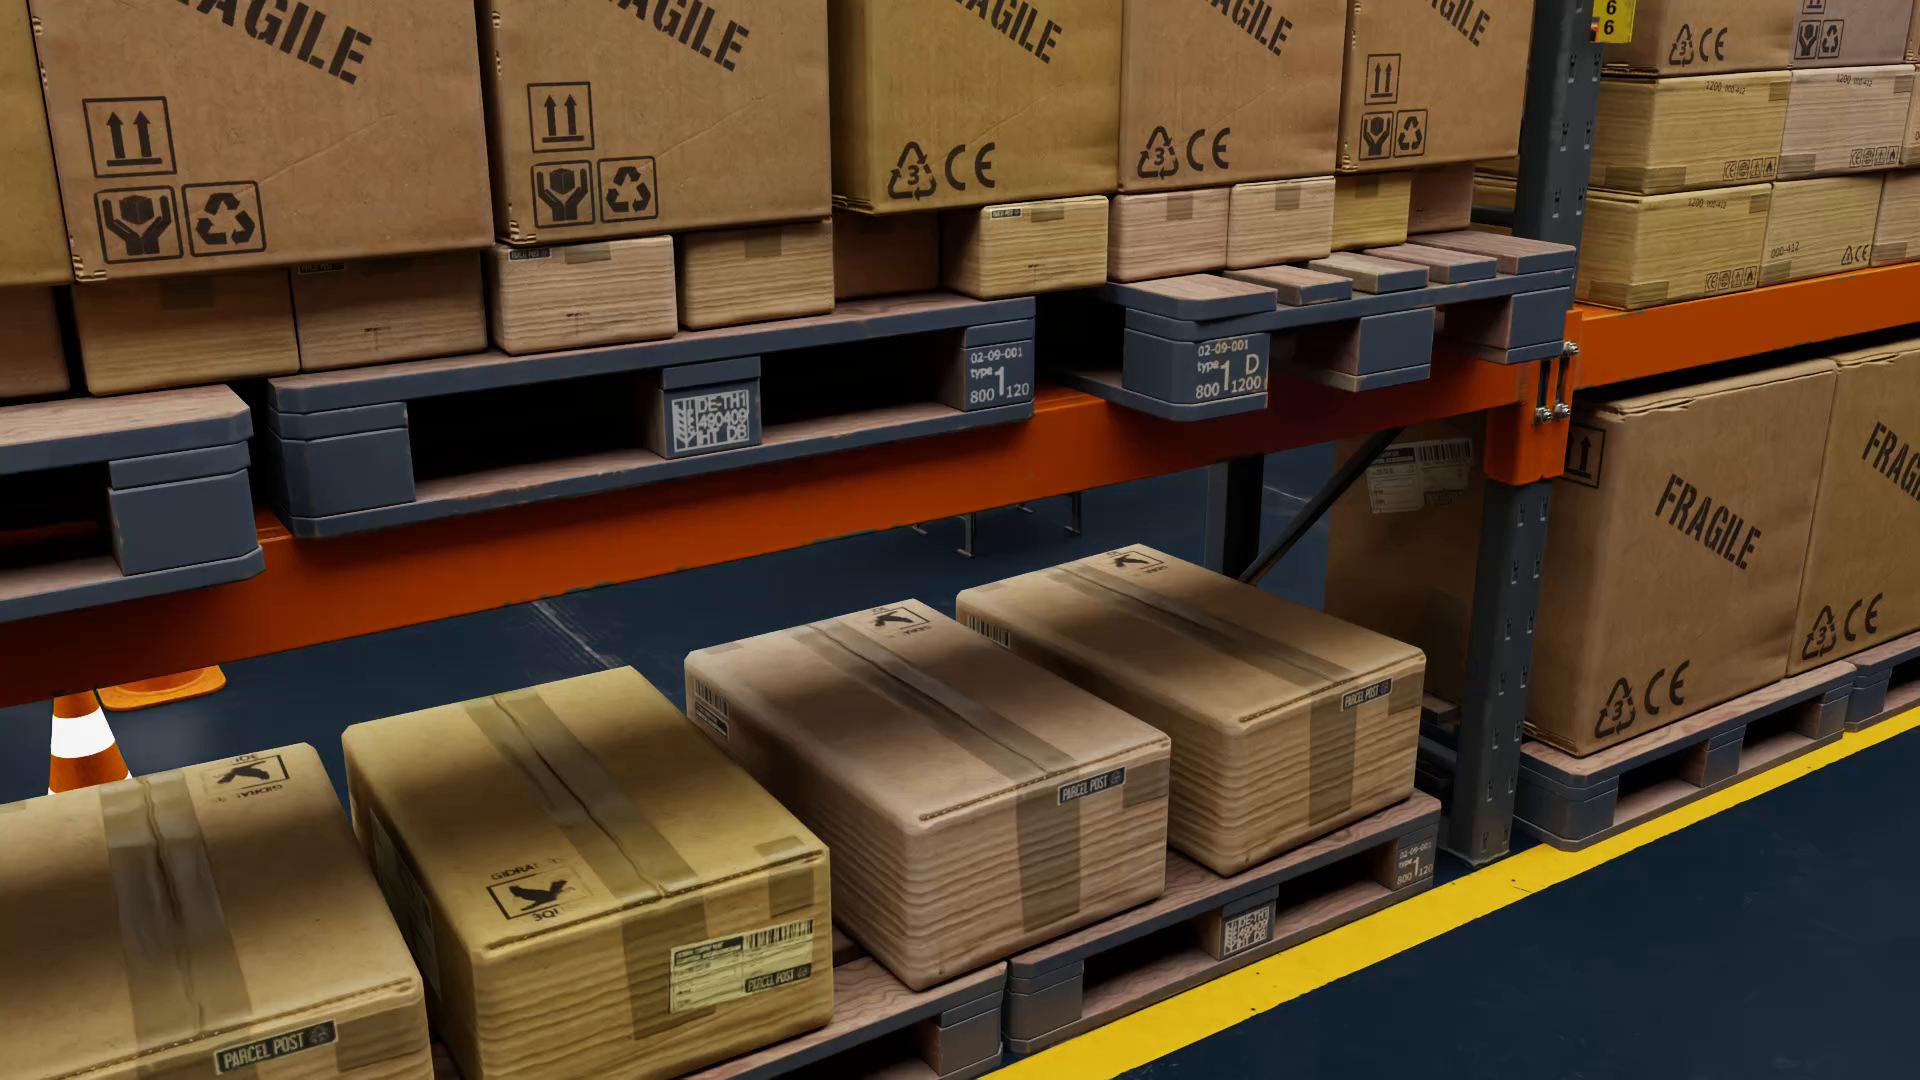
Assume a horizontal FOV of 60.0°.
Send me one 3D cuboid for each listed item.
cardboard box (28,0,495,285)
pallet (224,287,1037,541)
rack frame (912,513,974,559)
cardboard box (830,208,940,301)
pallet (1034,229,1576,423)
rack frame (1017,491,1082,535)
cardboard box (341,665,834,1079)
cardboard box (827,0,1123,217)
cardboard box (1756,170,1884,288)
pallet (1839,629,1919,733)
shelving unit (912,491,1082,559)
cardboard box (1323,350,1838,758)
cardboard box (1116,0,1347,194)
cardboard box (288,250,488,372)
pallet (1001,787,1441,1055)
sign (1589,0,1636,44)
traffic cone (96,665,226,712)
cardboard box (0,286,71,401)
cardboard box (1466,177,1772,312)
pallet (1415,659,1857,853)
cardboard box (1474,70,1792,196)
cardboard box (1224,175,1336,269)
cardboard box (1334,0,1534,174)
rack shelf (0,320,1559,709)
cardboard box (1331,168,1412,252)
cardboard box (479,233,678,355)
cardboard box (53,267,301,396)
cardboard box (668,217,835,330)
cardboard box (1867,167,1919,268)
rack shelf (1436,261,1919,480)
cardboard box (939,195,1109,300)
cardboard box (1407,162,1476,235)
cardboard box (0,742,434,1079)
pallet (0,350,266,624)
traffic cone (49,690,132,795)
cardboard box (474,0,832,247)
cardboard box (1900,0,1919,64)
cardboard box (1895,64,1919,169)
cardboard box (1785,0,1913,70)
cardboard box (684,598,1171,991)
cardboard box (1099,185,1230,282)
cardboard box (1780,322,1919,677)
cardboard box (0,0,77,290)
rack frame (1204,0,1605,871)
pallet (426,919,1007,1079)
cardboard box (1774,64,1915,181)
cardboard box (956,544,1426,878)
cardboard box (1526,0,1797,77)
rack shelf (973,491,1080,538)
[{"bbox_3d":[-0.960,-0.644,2.189,0.500,0.500,0.500,-12,22,-32],"label":"cardboard box"},{"bbox_3d":[-0.638,-0.333,2.846,1.213,0.211,1.003,-12,22,-31],"label":"pallet"},{"bbox_3d":[-0.066,-0.981,5.868,0.015,2.100,0.400,-12,22,-31],"label":"rack frame"},{"bbox_3d":[-0.237,-0.515,2.821,0.250,0.149,0.380,-12,22,-31],"label":"cardboard box"},{"bbox_3d":[0.457,-0.539,3.454,1.003,0.211,1.213,-12,22,-31],"label":"pallet"},{"bbox_3d":[0.342,-1.067,6.122,0.015,2.100,0.400,-12,22,-31],"label":"rack frame"},{"bbox_3d":[-0.733,0.623,3.165,0.625,0.372,0.950,-11,22,-30],"label":"cardboard box"},{"bbox_3d":[-0.080,-0.833,2.749,0.500,0.500,0.500,-14,23,-35],"label":"cardboard box"},{"bbox_3d":[1.959,-0.827,4.240,0.500,0.250,0.500,-13,22,-33],"label":"cardboard box"},{"bbox_3d":[2.711,0.205,5.308,1.213,0.211,1.003,-12,22,-31],"label":"pallet"},{"bbox_3d":[0.138,-1.024,5.995,0.503,2.100,0.431,-12,22,-31],"label":"shelving unit"},{"bbox_3d":[1.616,-0.075,4.446,0.875,0.875,0.875,-12,22,-32],"label":"cardboard box"},{"bbox_3d":[0.341,-0.922,3.013,0.500,0.500,0.500,-12,22,-32],"label":"cardboard box"},{"bbox_3d":[-0.859,-0.361,2.365,0.250,0.149,0.380,-12,22,-31],"label":"cardboard box"},{"bbox_3d":[0.340,0.675,3.919,1.213,0.211,1.003,-12,22,-31],"label":"pallet"},{"bbox_3d":[1.300,-1.151,3.282,0.005,0.325,0.100,-12,22,-31],"label":"sign"},{"bbox_3d":[-2.390,0.211,4.897,0.334,0.463,0.336,-12,22,-31],"label":"traffic cone"},{"bbox_3d":[-1.304,-0.284,2.137,0.250,0.149,0.380,-10,21,-28],"label":"cardboard box"},{"bbox_3d":[1.540,-0.731,3.959,0.500,0.250,0.500,-12,22,-32],"label":"cardboard box"},{"bbox_3d":[1.693,0.419,4.677,1.213,0.211,1.003,-12,22,-31],"label":"pallet"},{"bbox_3d":[1.552,-0.973,3.891,0.500,0.250,0.500,-12,22,-32],"label":"cardboard box"},{"bbox_3d":[0.479,-0.620,3.131,0.250,0.149,0.380,-12,22,-32],"label":"cardboard box"},{"bbox_3d":[0.766,-1.016,3.291,0.500,0.500,0.500,-13,22,-33],"label":"cardboard box"},{"bbox_3d":[-0.677,-0.090,2.952,4.000,0.370,1.077,-12,22,-31],"label":"rack shelf"},{"bbox_3d":[0.665,-0.676,3.298,0.250,0.149,0.380,-12,22,-31],"label":"cardboard box"},{"bbox_3d":[-0.608,-0.394,2.463,0.250,0.149,0.380,-11,22,-29],"label":"cardboard box"},{"bbox_3d":[-1.066,-0.318,2.238,0.250,0.149,0.380,-12,22,-31],"label":"cardboard box"},{"bbox_3d":[-0.402,-0.449,2.625,0.250,0.149,0.380,-13,22,-33],"label":"cardboard box"},{"bbox_3d":[2.401,-0.917,4.509,0.500,0.250,0.500,-11,22,-30],"label":"cardboard box"},{"bbox_3d":[2.664,-0.795,5.036,4.000,0.370,1.077,-12,22,-31],"label":"rack shelf"},{"bbox_3d":[0.042,-0.525,2.852,0.250,0.149,0.380,-11,22,-30],"label":"cardboard box"},{"bbox_3d":[0.849,-0.743,3.495,0.250,0.149,0.380,-11,22,-29],"label":"cardboard box"},{"bbox_3d":[-1.312,0.746,2.801,0.625,0.372,0.950,-10,21,-28],"label":"cardboard box"},{"bbox_3d":[-1.629,-0.084,2.109,1.213,0.211,1.003,-12,22,-31],"label":"pallet"},{"bbox_3d":[-2.082,0.530,3.955,0.334,0.463,0.336,-12,22,-31],"label":"traffic cone"},{"bbox_3d":[-0.537,-0.737,2.466,0.500,0.500,0.500,-13,23,-34],"label":"cardboard box"},{"bbox_3d":[2.389,-1.503,4.290,0.500,0.500,0.500,-11,22,-30],"label":"cardboard box"},{"bbox_3d":[2.408,-1.148,4.410,0.500,0.250,0.500,-12,22,-32],"label":"cardboard box"},{"bbox_3d":[1.949,-1.416,4.032,0.500,0.500,0.500,-12,22,-31],"label":"cardboard box"},{"bbox_3d":[-0.096,0.491,3.555,0.625,0.372,0.950,-12,22,-32],"label":"cardboard box"},{"bbox_3d":[0.264,-0.578,3.006,0.250,0.149,0.380,-13,23,-34],"label":"cardboard box"},{"bbox_3d":[2.363,-0.231,4.907,0.875,0.875,0.875,-12,22,-31],"label":"cardboard box"},{"bbox_3d":[-1.380,-0.560,1.943,0.500,0.500,0.500,-12,22,-31],"label":"cardboard box"},{"bbox_3d":[0.993,-0.784,3.879,0.127,3.000,1.000,-12,22,-31],"label":"rack frame"},{"bbox_3d":[-0.678,0.888,3.288,1.213,0.211,1.003,-12,22,-31],"label":"pallet"},{"bbox_3d":[1.984,-1.063,4.160,0.500,0.250,0.500,-11,22,-30],"label":"cardboard box"},{"bbox_3d":[0.516,0.359,3.946,0.625,0.372,0.950,-14,23,-35],"label":"cardboard box"},{"bbox_3d":[1.540,-1.326,3.766,0.500,0.500,0.500,-13,22,-33],"label":"cardboard box"},{"bbox_3d":[0.138,-0.348,6.223,0.480,0.518,0.431,-12,22,-31],"label":"rack shelf"}]
